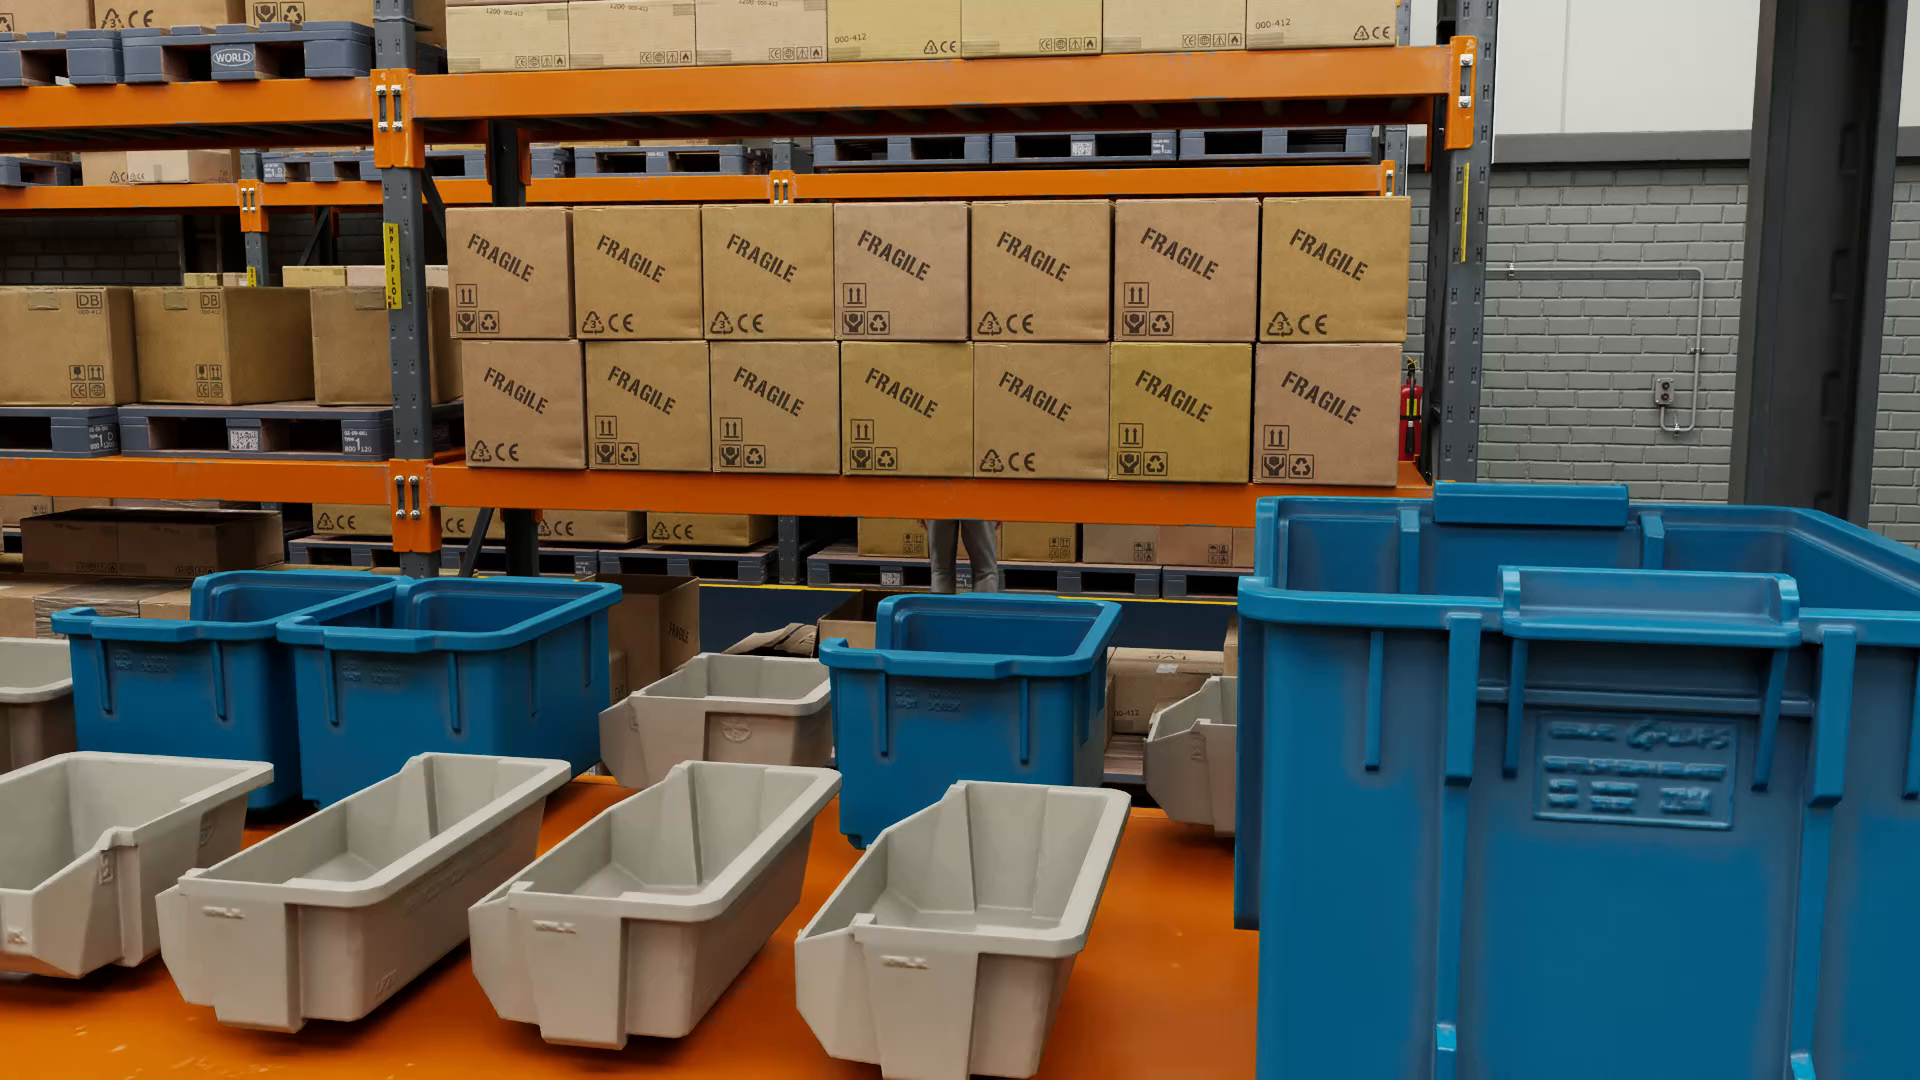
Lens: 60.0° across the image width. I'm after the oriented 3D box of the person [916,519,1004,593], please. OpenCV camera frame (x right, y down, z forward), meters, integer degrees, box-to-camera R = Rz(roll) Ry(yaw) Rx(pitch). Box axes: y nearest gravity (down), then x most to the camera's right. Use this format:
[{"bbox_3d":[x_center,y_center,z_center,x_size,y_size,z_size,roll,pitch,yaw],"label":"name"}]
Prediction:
[{"bbox_3d":[0.006,-0.169,9.021,0.513,1.673,0.354,1,8,8],"label":"person"}]
